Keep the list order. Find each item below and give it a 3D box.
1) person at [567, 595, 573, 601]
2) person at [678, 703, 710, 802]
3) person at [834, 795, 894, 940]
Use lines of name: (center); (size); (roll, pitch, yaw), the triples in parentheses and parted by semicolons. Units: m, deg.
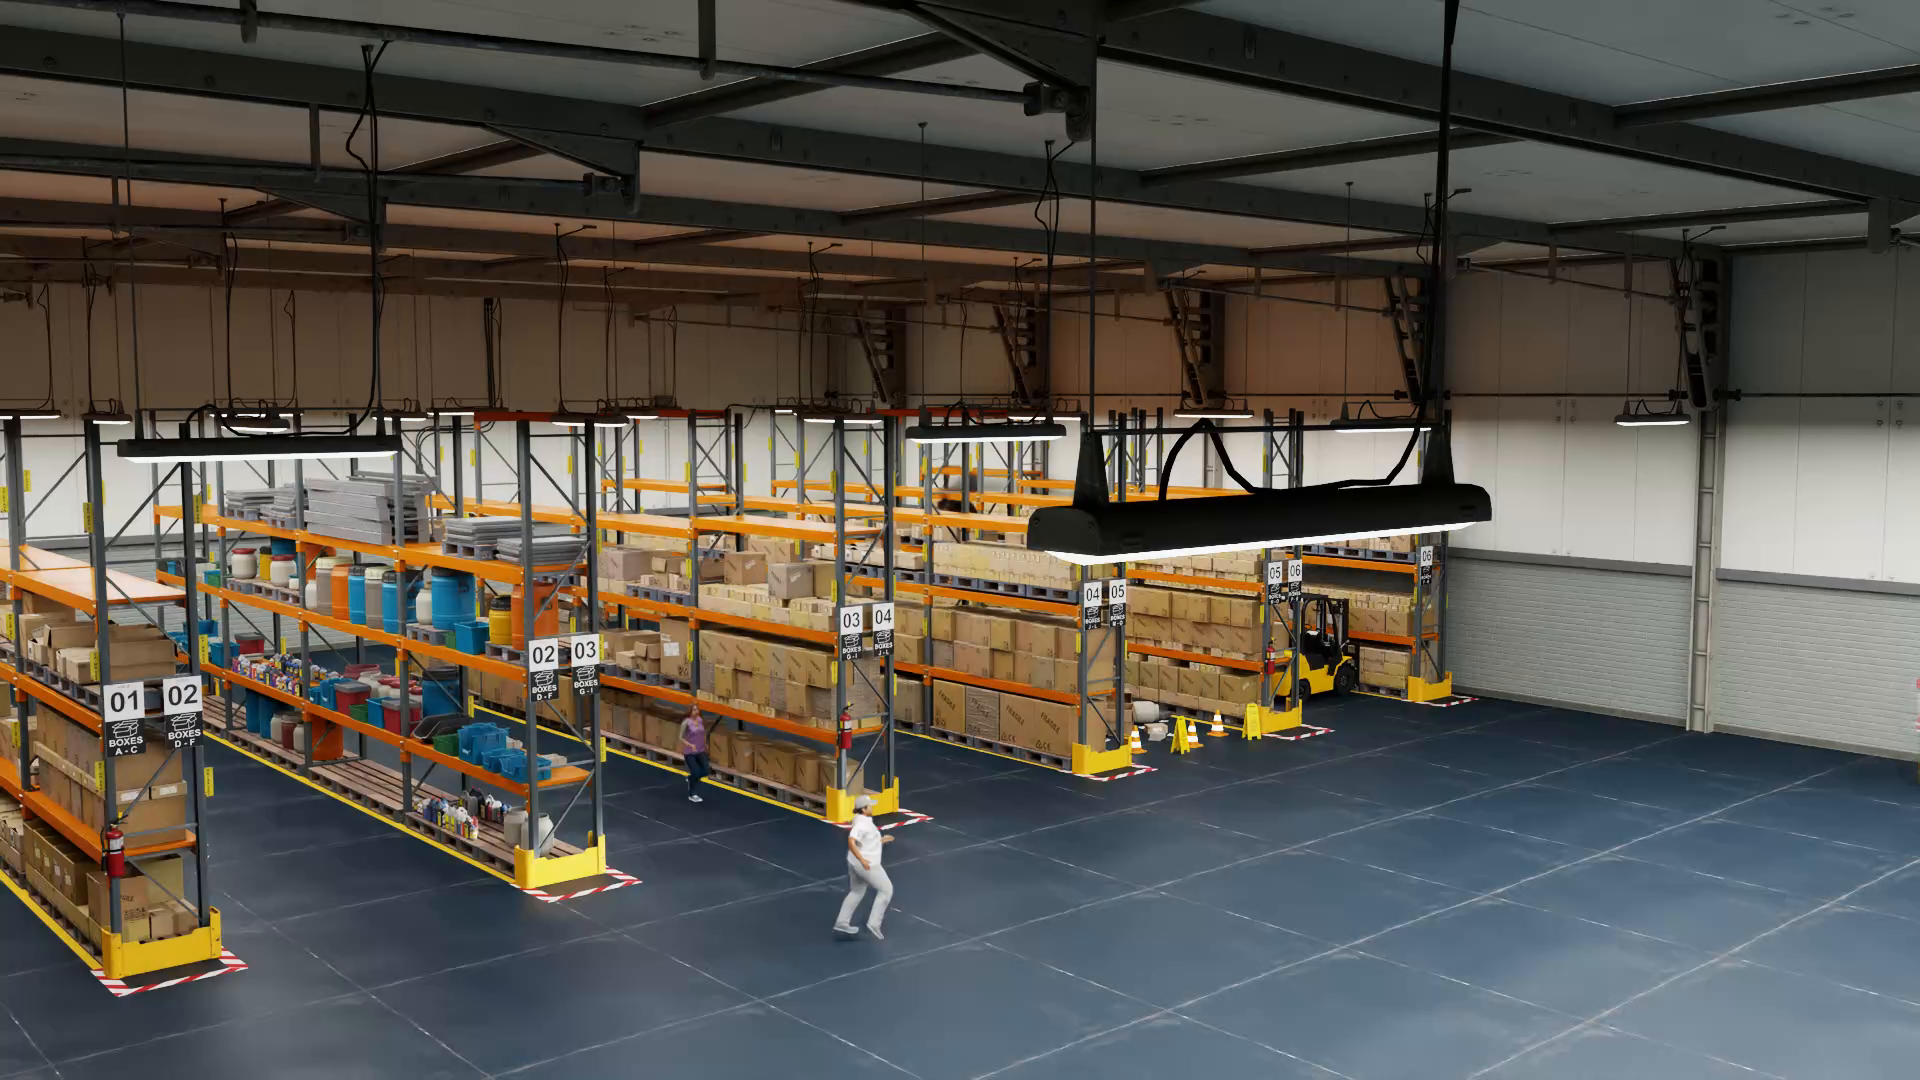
person: (-9.370, 1.956, 40.261); (0.591, 1.736, 0.721); (2, 5, 17)
person: (-4.122, 3.293, 25.782); (0.512, 1.549, 0.530); (-5, 7, -44)
person: (-1.103, 3.814, 19.339); (0.720, 1.716, 0.576); (-2, 5, -21)
